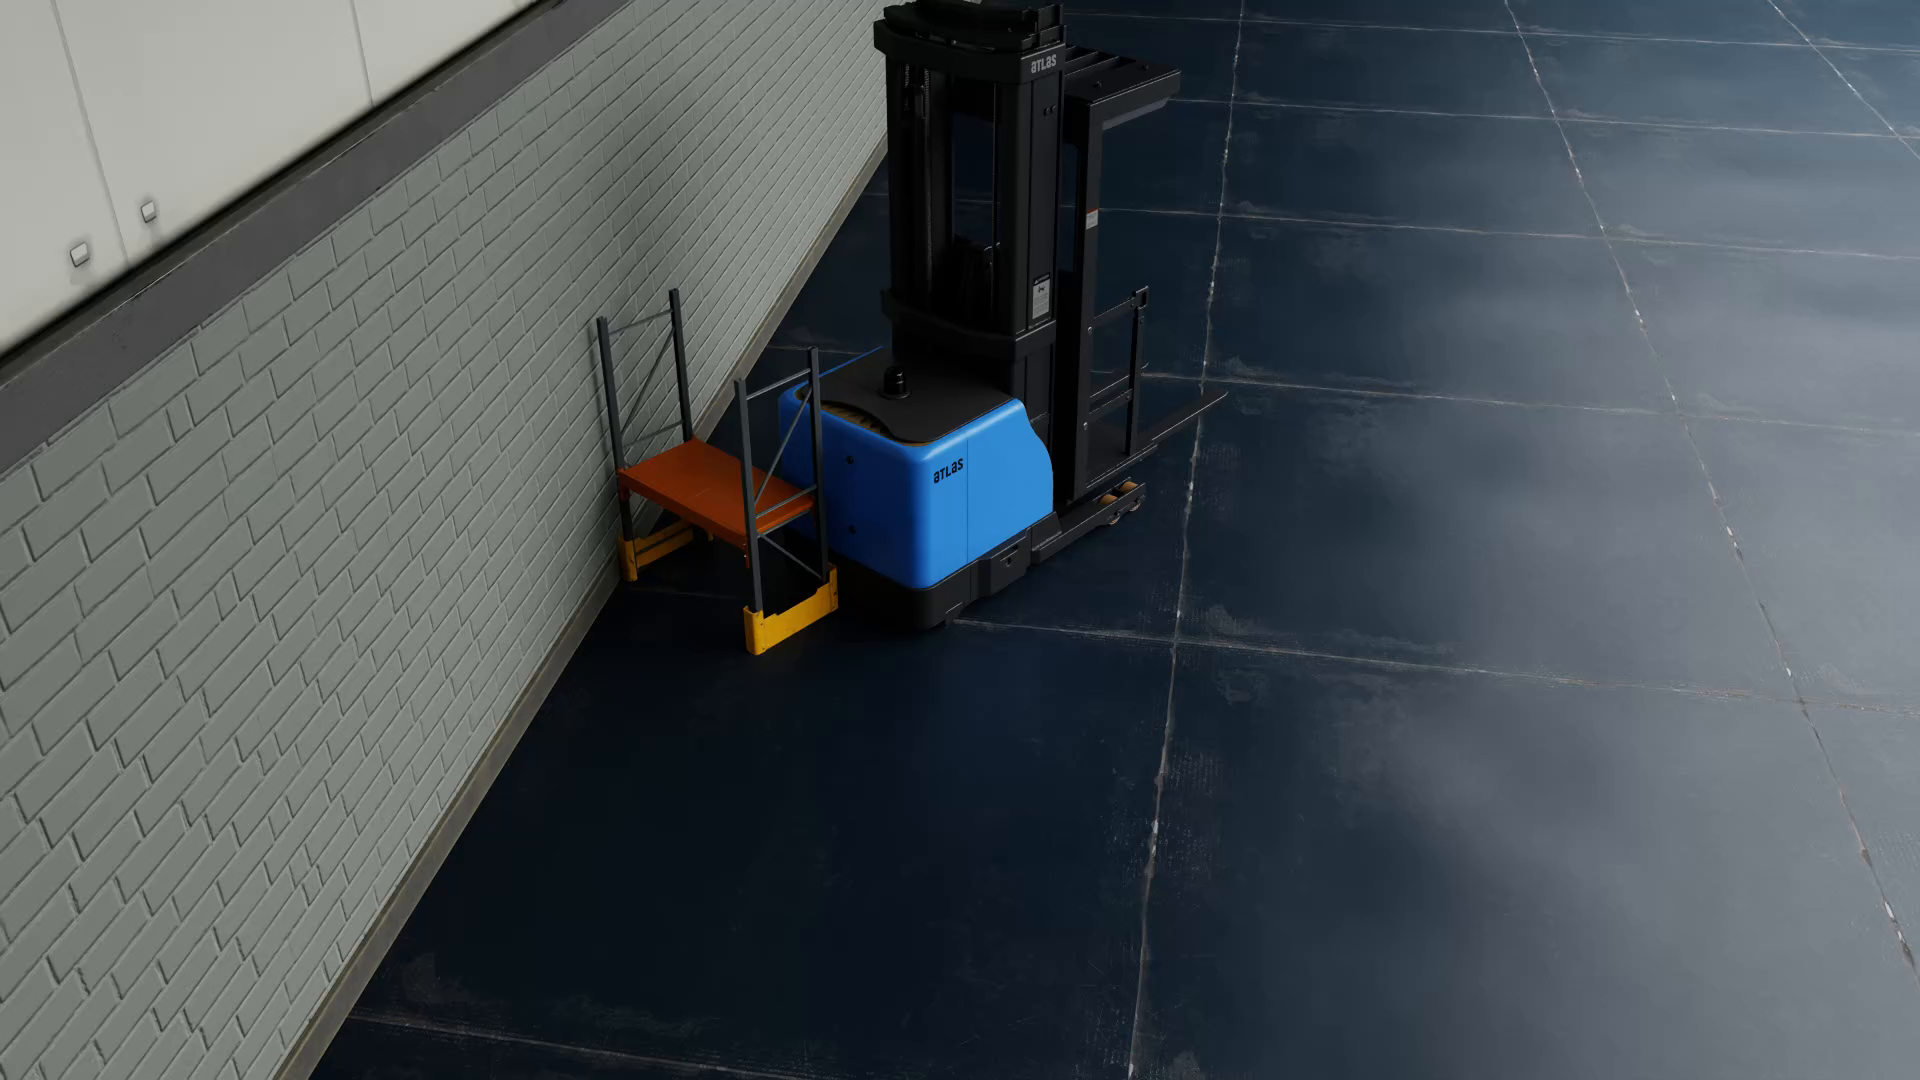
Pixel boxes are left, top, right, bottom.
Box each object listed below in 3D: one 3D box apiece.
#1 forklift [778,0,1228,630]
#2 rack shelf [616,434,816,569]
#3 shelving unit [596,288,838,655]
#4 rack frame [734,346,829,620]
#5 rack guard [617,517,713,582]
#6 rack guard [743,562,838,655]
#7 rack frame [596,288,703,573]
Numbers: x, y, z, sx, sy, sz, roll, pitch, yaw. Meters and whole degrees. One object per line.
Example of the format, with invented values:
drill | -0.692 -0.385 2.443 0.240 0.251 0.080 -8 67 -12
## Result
forklift | 0.412 -1.490 8.868 1.130 2.935 3.031 25 40 34
rack shelf | -1.231 -0.213 8.515 1.000 0.185 0.538 26 40 35
shelving unit | -1.224 -0.362 8.414 1.083 1.500 0.587 26 40 35
rack frame | -0.854 -0.184 8.131 0.032 1.500 0.500 26 40 35
rack guard | -1.594 -0.009 9.029 0.087 0.250 0.587 26 40 35
rack guard | -0.854 0.345 8.463 0.087 0.250 0.587 26 40 35
rack frame | -1.609 -0.546 8.708 0.032 1.500 0.500 26 40 35
